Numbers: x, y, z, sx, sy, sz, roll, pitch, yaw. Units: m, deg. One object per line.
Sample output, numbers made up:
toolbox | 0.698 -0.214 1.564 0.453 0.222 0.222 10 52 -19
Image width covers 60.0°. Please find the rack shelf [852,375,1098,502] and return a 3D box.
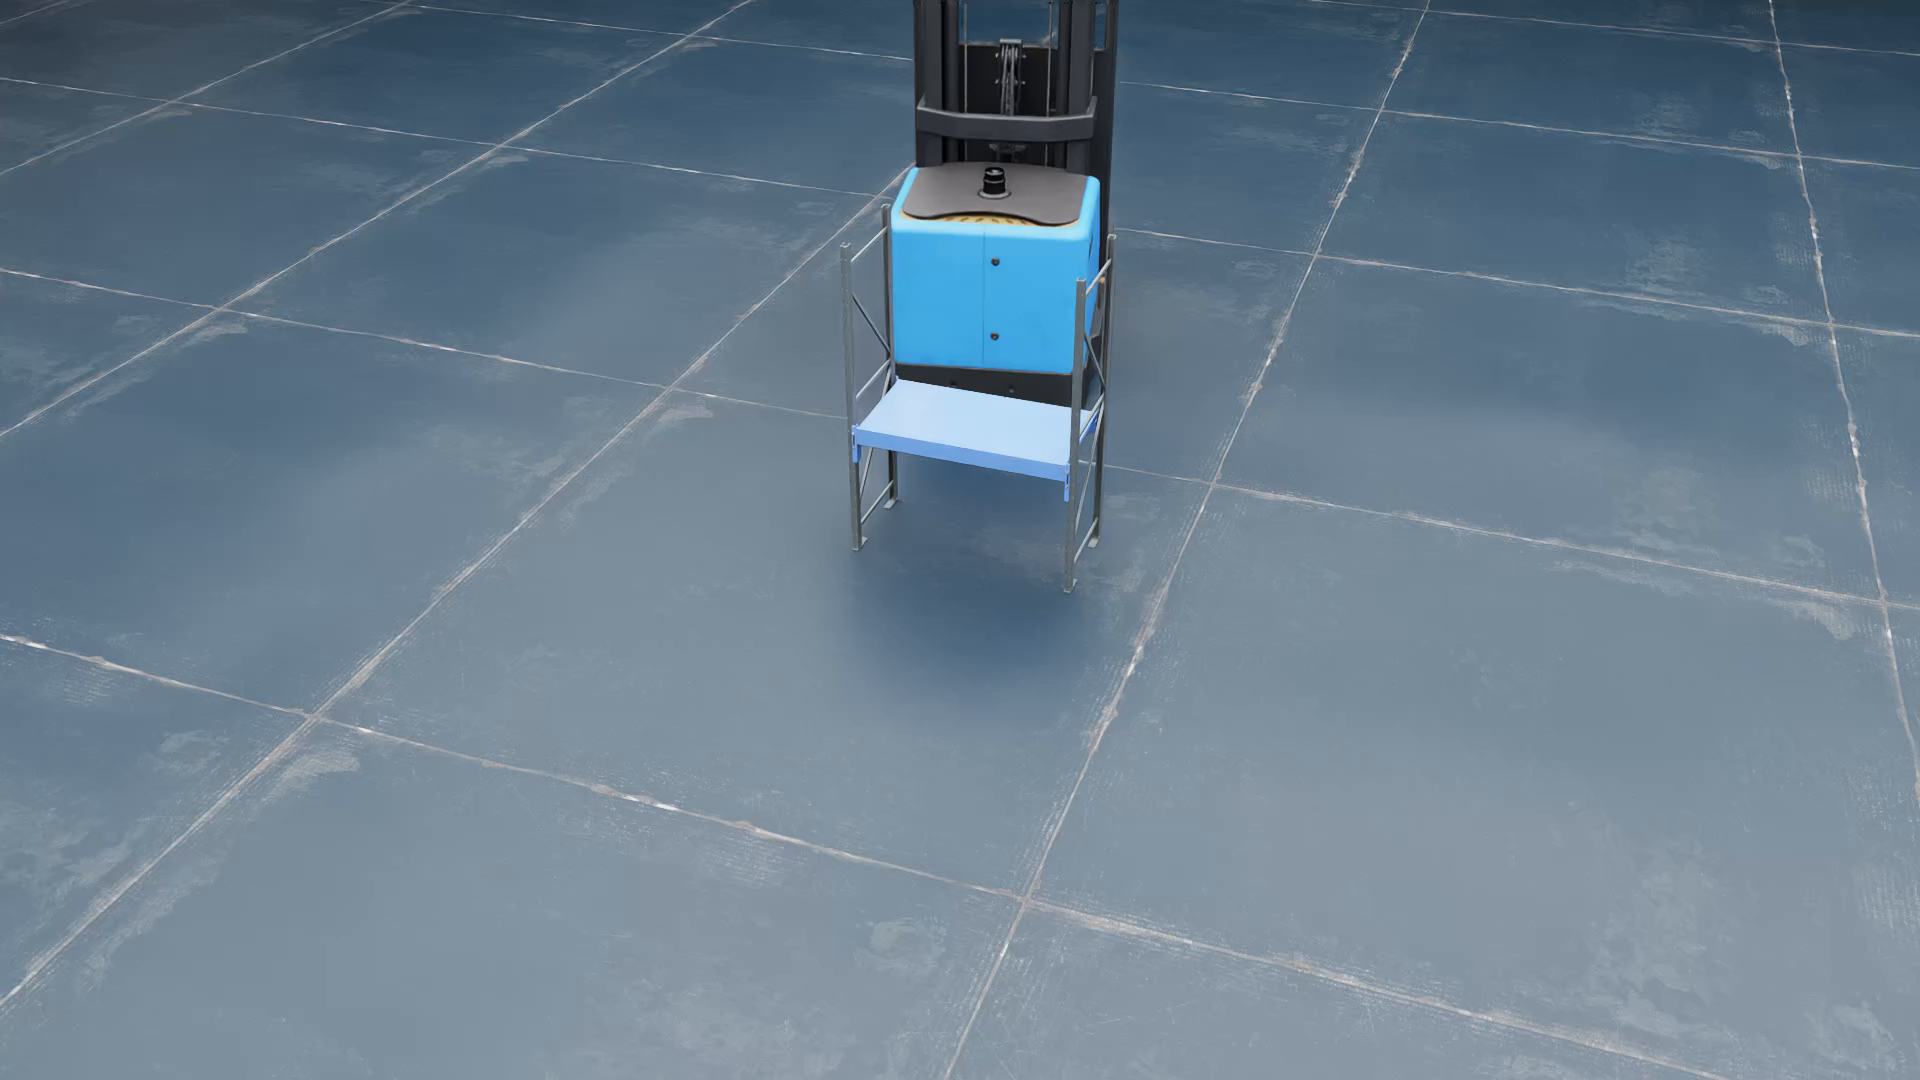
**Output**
rack shelf | 0.080 -0.463 7.417 1.000 0.185 0.538 11 34 16

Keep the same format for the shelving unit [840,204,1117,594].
shelving unit | 0.080 -0.614 7.319 1.048 1.500 0.538 11 34 16

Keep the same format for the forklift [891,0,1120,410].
forklift | 0.331 -2.661 9.169 1.130 2.935 3.031 4 33 7

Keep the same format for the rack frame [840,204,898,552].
rack frame | -0.398 -0.708 7.463 0.032 1.500 0.500 11 34 16

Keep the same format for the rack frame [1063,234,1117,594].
rack frame | 0.559 -0.521 7.175 0.032 1.500 0.500 11 34 16
